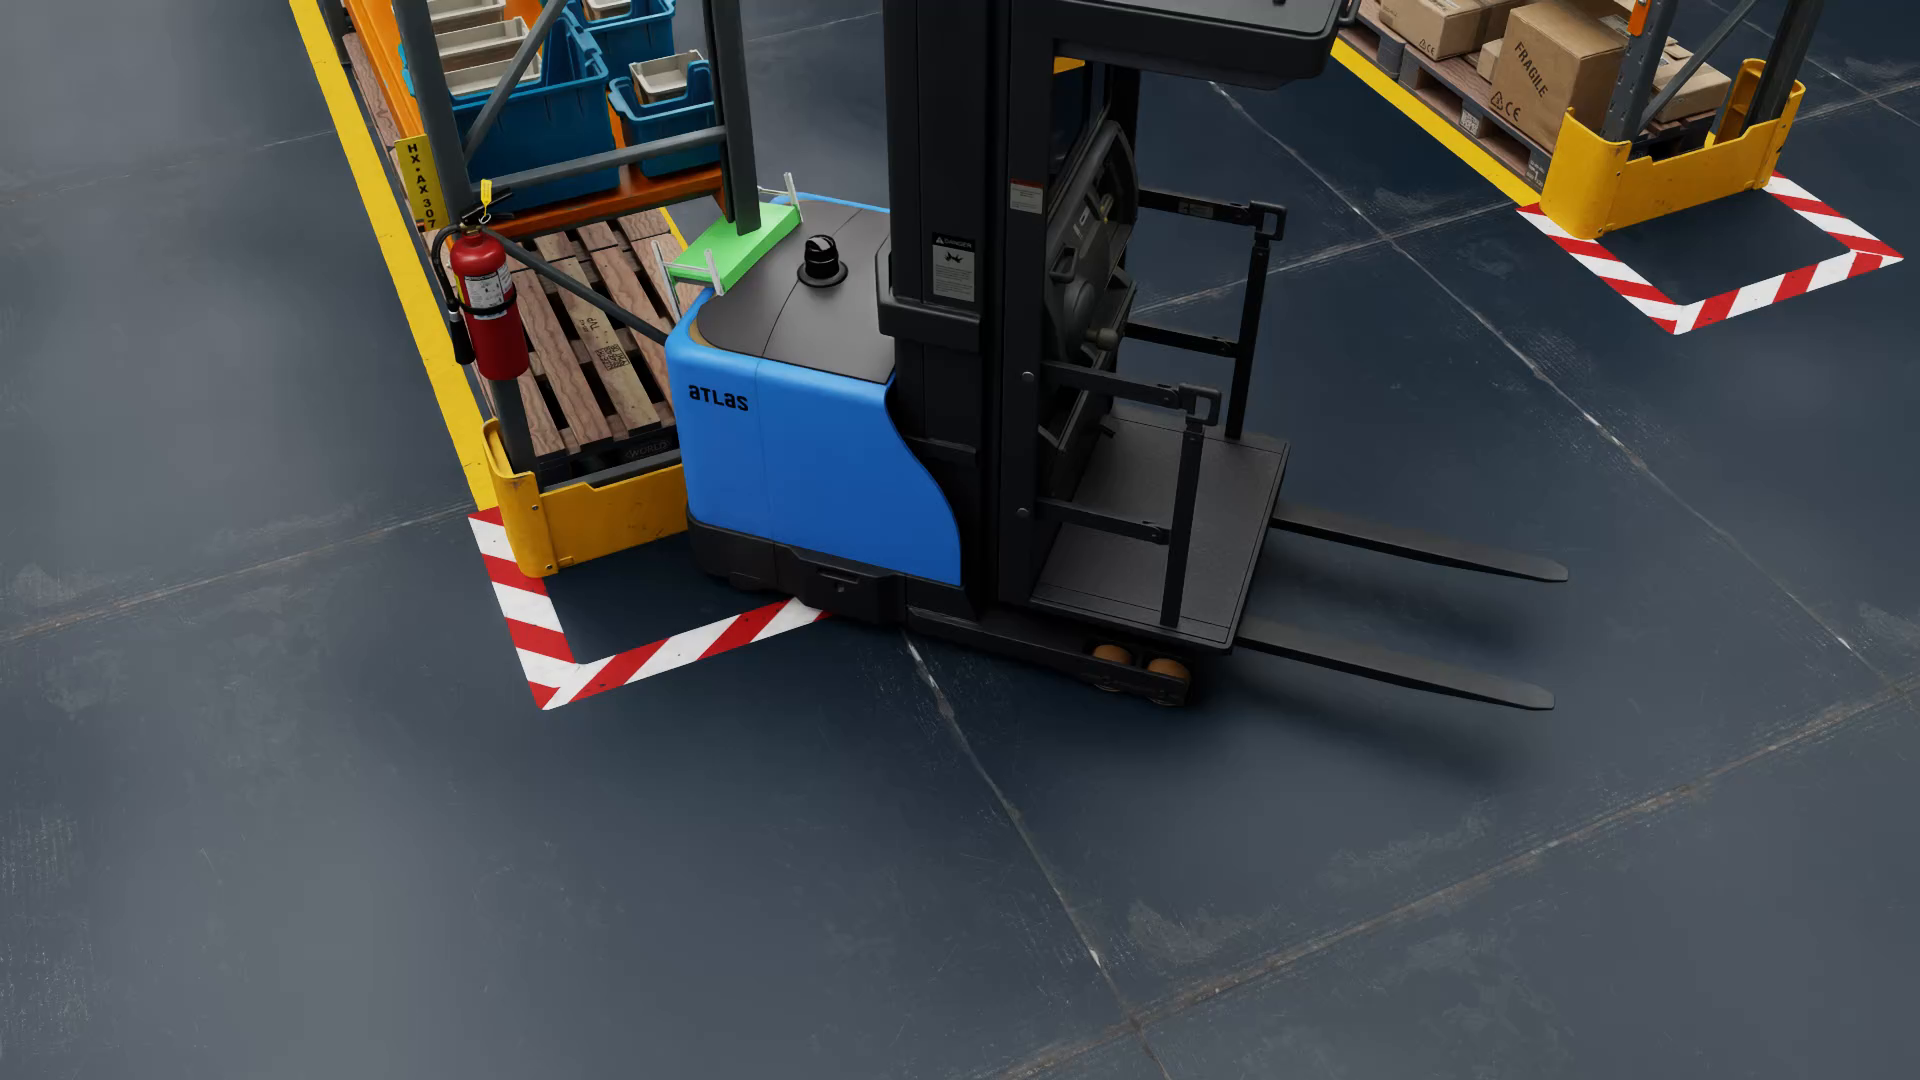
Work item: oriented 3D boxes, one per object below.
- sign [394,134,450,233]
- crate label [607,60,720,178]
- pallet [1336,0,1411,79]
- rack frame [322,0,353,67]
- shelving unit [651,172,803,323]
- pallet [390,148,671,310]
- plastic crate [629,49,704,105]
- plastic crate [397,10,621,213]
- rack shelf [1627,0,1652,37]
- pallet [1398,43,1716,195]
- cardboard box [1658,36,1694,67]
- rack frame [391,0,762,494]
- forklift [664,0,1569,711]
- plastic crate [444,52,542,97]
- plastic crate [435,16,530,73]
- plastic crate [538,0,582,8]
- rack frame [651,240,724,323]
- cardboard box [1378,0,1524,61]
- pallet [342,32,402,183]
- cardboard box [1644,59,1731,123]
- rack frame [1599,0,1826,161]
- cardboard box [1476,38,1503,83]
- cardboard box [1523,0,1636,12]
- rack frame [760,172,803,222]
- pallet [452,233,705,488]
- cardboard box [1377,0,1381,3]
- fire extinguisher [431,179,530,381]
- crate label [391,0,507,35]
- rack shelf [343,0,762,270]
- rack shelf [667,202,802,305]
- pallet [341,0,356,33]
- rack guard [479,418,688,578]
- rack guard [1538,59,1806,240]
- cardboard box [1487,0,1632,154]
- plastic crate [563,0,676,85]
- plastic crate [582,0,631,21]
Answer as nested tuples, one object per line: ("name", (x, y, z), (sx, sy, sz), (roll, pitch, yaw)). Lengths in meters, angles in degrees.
("sign", (-1.649, -1.091, 5.104), (0.100, 0.325, 0.005), (-18, 47, -17))
("crate label", (-0.962, -1.422, 5.632), (0.416, 0.233, 0.303), (-18, 47, -17))
("pallet", (2.462, -3.006, 9.146), (1.003, 0.211, 1.213), (-18, 47, -17))
("rack frame", (-2.838, -3.754, 7.919), (1.000, 3.000, 0.127), (-18, 47, -17))
("shelving unit", (-0.703, -0.677, 5.988), (0.258, 1.200, 0.503), (13, 47, 27))
("pallet", (-1.977, -1.526, 7.646), (1.003, 0.211, 1.213), (-18, 47, -17))
("plastic crate", (-1.021, -1.616, 5.897), (0.250, 0.136, 0.298), (-18, 47, -17))
("plastic crate", (-1.467, -1.398, 5.463), (0.616, 0.435, 0.499), (-18, 47, -17))
("rack shelf", (2.498, -3.684, 8.360), (1.077, 0.370, 4.000), (-18, 47, -17))
("pallet", (2.971, -2.229, 8.359), (1.003, 0.211, 1.213), (-18, 47, -17))
("cardboard box", (3.370, -2.342, 8.191), (0.380, 0.166, 0.250), (-18, 47, -17))
("rack frame", (-1.157, -1.205, 5.336), (1.000, 3.000, 0.127), (-18, 47, -17))
("forklift", (0.595, -0.901, 5.077), (3.031, 2.935, 1.130), (13, 46, 13))
("plastic crate", (-1.664, -1.599, 5.880), (0.396, 0.136, 0.243), (-18, 47, -17))
("plastic crate", (-1.772, -1.788, 6.072), (0.396, 0.136, 0.243), (-18, 47, -17))
("plastic crate", (-1.515, -2.261, 6.482), (0.416, 0.233, 0.300), (-18, 47, -17))
("rack frame", (-0.817, -0.520, 5.840), (0.240, 1.200, 0.015), (13, 47, 27))
("cardboard box", (2.515, -2.732, 8.527), (0.500, 0.250, 0.500), (-18, 47, -17))
("pallet", (-2.494, -2.305, 8.435), (1.003, 0.211, 1.213), (-18, 47, -17))
("cardboard box", (3.475, -2.176, 8.036), (0.380, 0.149, 0.250), (-18, 47, -17))
("rack frame", (3.339, -2.666, 6.816), (1.000, 3.000, 0.127), (-18, 47, -17))
("cardboard box", (2.799, -2.372, 8.223), (0.380, 0.166, 0.250), (-18, 47, -17))
("cardboard box", (3.158, -2.593, 8.386), (0.500, 0.250, 0.500), (-18, 47, -17))
("rack frame", (-0.589, -0.834, 6.135), (0.240, 1.200, 0.015), (13, 47, 27))
("pallet", (-1.468, -0.750, 6.860), (1.003, 0.211, 1.213), (-18, 47, -17))
("cardboard box", (2.452, -3.287, 8.910), (0.797, 0.503, 0.637), (-18, 47, -17))
("fire extinguisher", (-1.505, -0.815, 5.261), (0.296, 0.674, 0.183), (-18, 47, -17))
("crate label", (-1.912, -1.958, 6.244), (0.396, 0.136, 0.243), (-18, 47, -17))
("rack shelf", (-1.997, -2.224, 6.880), (1.077, 0.370, 4.000), (-18, 47, -17))
("rack shelf", (-0.771, -0.984, 5.715), (0.258, 0.148, 0.480), (13, 47, 27))
("pallet", (-3.125, -3.266, 9.410), (1.003, 0.211, 1.213), (-18, 47, -17))
("rack guard", (-1.135, -0.304, 6.202), (1.175, 0.500, 0.348), (-18, 47, -17))
("rack guard", (3.307, -1.825, 7.743), (1.175, 0.500, 0.348), (-18, 47, -17))
("cardboard box", (2.887, -2.206, 7.817), (0.500, 0.500, 0.500), (-18, 47, -17))
("plastic crate", (-1.238, -1.841, 6.057), (0.416, 0.233, 0.300), (-18, 47, -17))
("plastic crate", (-1.307, -2.049, 6.336), (0.250, 0.136, 0.298), (-18, 47, -17))
